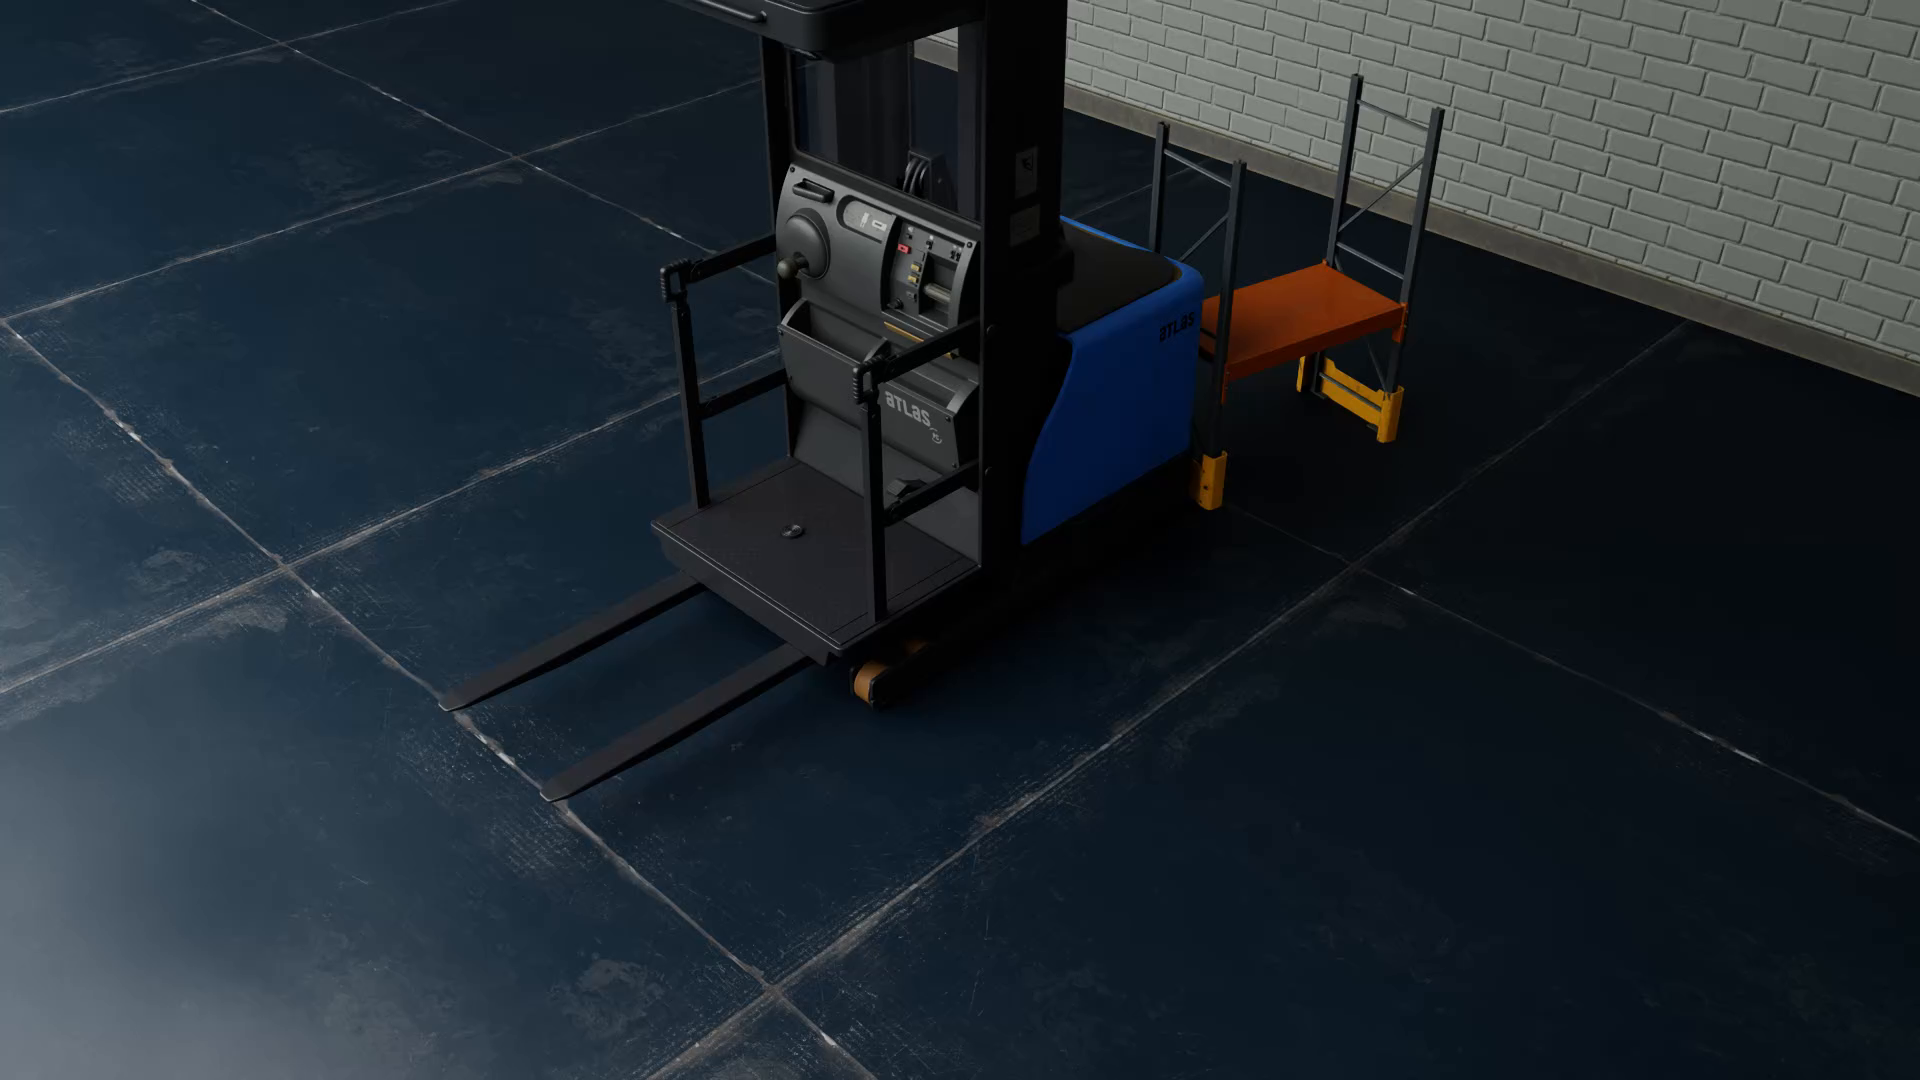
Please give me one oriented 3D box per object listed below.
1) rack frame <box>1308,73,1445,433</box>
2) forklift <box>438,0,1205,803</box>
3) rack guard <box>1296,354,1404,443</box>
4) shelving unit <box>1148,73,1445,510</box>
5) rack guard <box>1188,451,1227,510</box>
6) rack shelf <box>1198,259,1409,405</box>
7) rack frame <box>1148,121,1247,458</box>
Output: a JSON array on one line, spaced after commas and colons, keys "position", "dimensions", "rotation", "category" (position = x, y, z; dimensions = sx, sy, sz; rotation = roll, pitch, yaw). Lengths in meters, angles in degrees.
[{"position": [1.770, -1.200, 7.160], "dimensions": [0.032, 1.500, 0.500], "rotation": [-20, 40, -26], "category": "rack frame"}, {"position": [-0.446, -0.948, 5.547], "dimensions": [3.031, 2.935, 1.130], "rotation": [-30, 45, -35], "category": "forklift"}, {"position": [1.753, -0.681, 7.509], "dimensions": [0.087, 0.250, 0.587], "rotation": [-20, 40, -26], "category": "rack guard"}, {"position": [1.333, -1.042, 6.933], "dimensions": [1.083, 1.500, 0.587], "rotation": [-20, 40, -26], "category": "shelving unit"}, {"position": [0.912, -0.377, 7.072], "dimensions": [0.087, 0.250, 0.587], "rotation": [-20, 40, -26], "category": "rack guard"}, {"position": [1.340, -0.897, 7.040], "dimensions": [1.000, 0.185, 0.538], "rotation": [-20, 40, -26], "category": "rack shelf"}, {"position": [0.911, -0.889, 6.714], "dimensions": [0.032, 1.500, 0.500], "rotation": [-20, 40, -26], "category": "rack frame"}]
